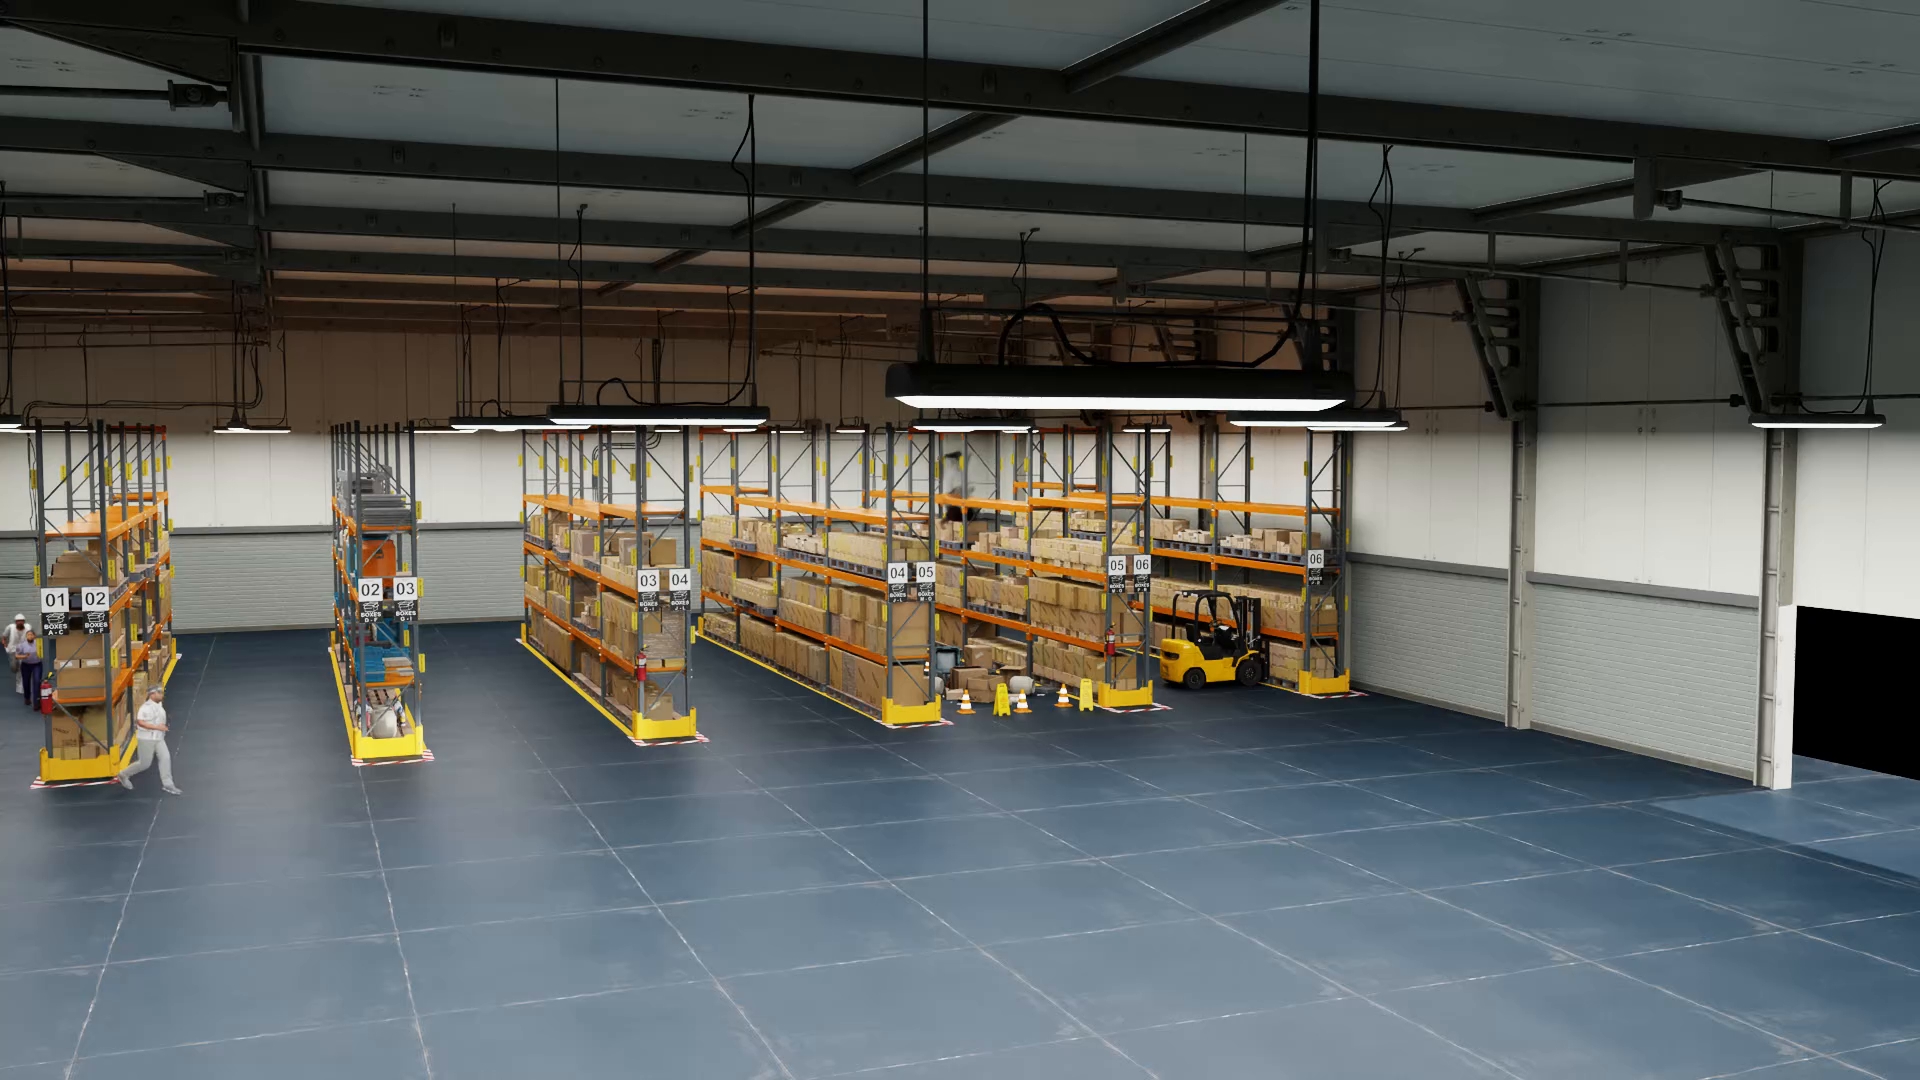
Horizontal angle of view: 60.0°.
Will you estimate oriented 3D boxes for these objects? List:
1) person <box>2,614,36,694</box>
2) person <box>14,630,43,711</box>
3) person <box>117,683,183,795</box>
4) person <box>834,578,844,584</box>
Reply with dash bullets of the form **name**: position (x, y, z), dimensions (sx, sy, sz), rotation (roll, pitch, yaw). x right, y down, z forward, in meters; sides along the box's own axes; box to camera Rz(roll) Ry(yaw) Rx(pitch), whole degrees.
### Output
- **person**: position (-21.164, 2.532, 37.419), dimensions (0.681, 1.769, 0.995), rotation (-2, 4, -29)
- **person**: position (-19.453, 2.701, 34.823), dimensions (0.598, 1.652, 0.933), rotation (-2, 4, -31)
- **person**: position (-12.957, 3.182, 26.577), dimensions (1.024, 1.787, 0.685), rotation (0, 4, 0)
- **person**: position (-3.689, 1.725, 50.688), dimensions (0.711, 1.711, 0.545), rotation (-2, 4, -29)
